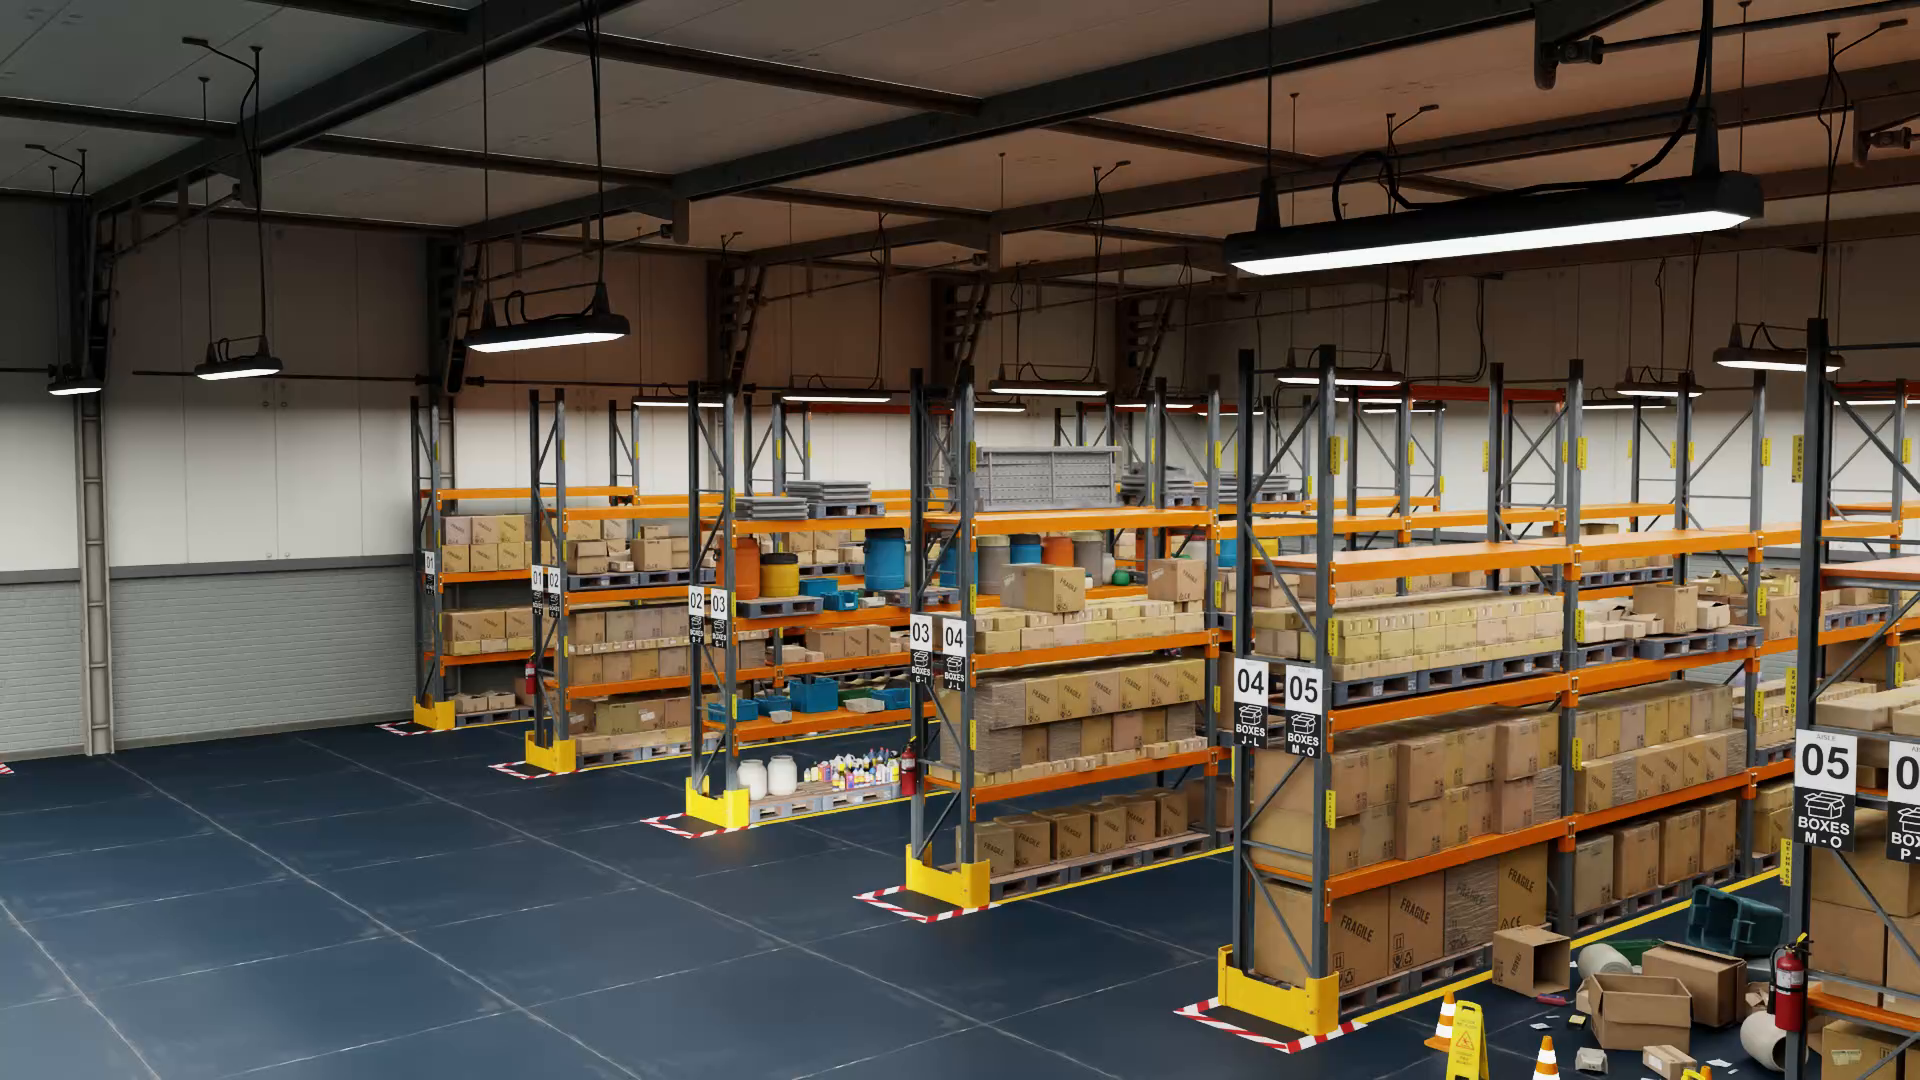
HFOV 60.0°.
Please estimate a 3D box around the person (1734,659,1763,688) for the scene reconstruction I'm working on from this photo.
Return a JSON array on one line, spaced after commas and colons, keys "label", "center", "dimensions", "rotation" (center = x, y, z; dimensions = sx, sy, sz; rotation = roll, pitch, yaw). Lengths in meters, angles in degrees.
[{"label": "person", "center": [13.212, 2.718, 27.872], "dimensions": [0.561, 1.586, 0.881], "rotation": [3, 4, 39]}]
